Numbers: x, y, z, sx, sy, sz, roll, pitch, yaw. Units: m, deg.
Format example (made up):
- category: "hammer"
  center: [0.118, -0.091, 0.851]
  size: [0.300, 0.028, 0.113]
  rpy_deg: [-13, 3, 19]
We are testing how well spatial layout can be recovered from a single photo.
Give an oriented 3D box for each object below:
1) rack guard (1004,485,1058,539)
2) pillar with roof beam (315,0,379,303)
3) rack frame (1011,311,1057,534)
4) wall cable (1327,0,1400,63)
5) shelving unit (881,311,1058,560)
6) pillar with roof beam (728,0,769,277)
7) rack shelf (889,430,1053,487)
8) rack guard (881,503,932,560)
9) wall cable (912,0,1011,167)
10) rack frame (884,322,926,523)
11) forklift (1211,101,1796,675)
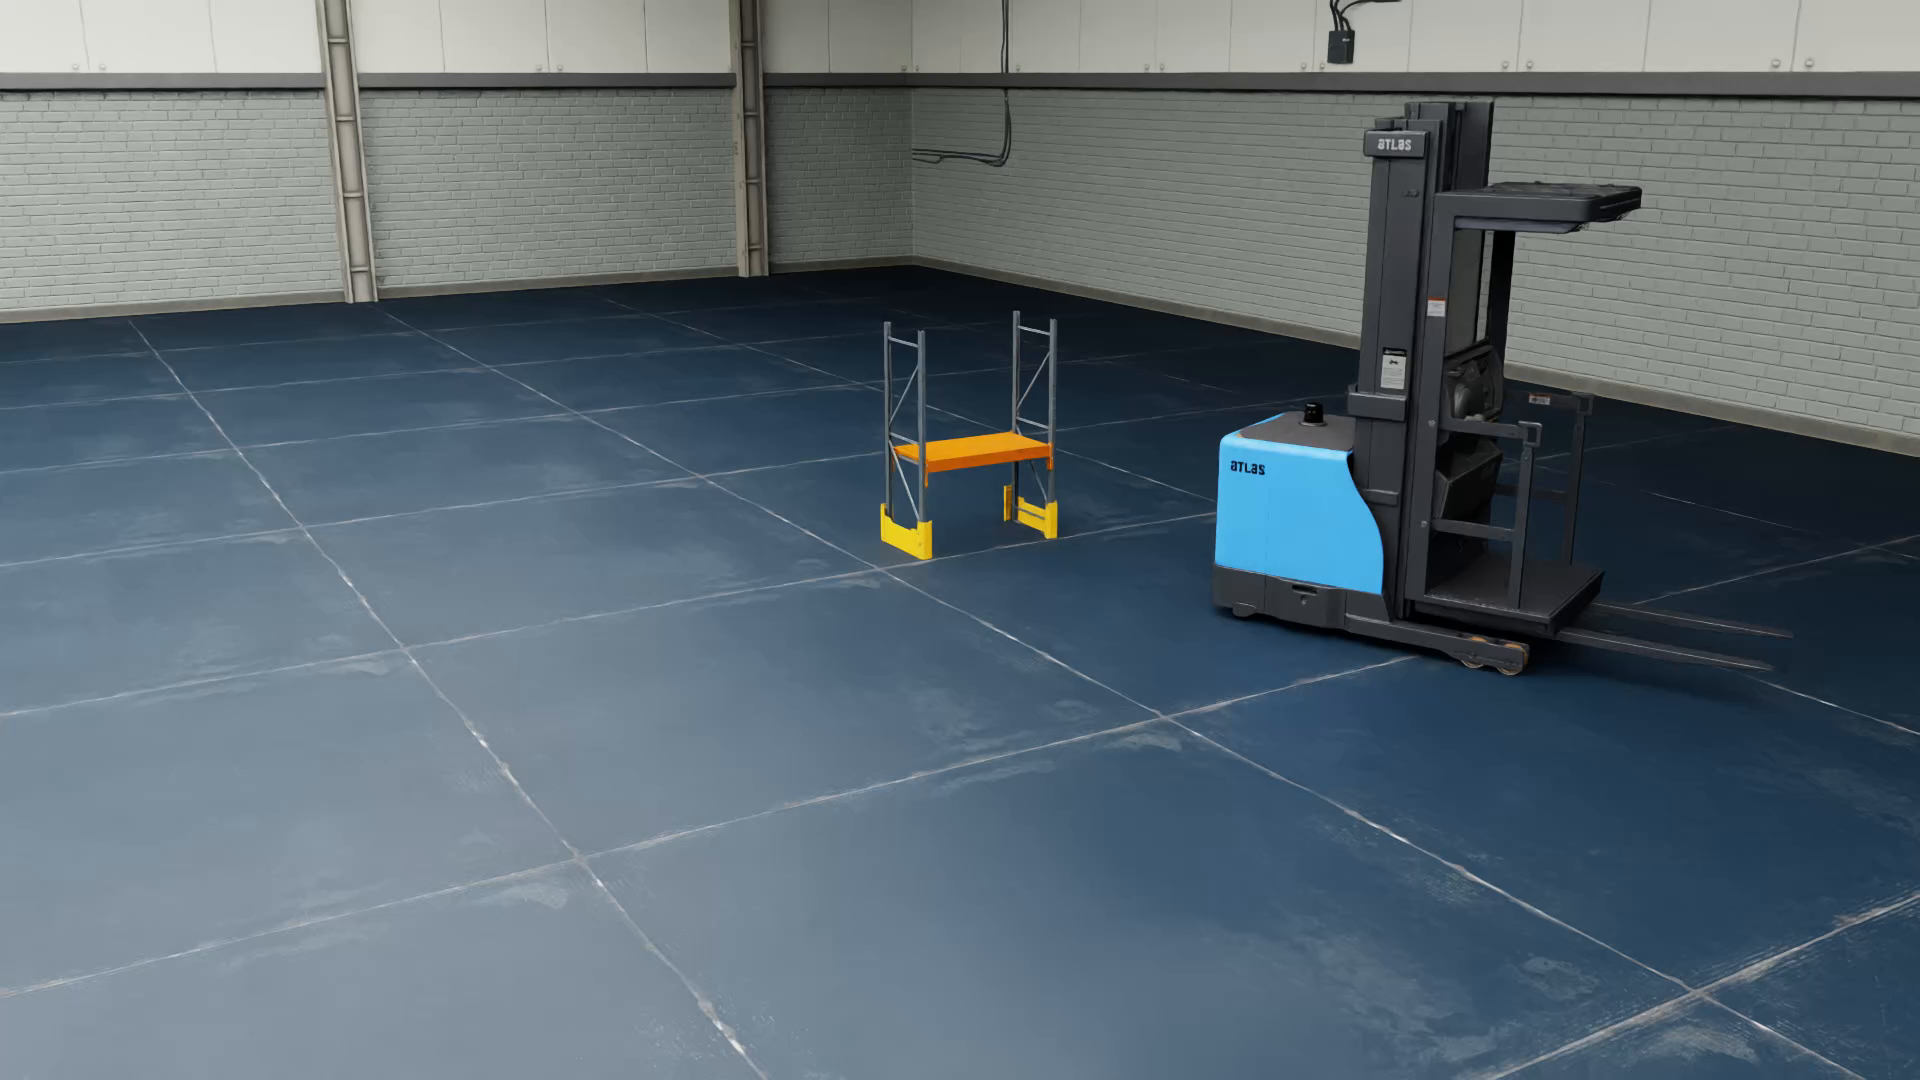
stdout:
- category: "rack guard"
  center: [0.492, -0.200, 11.661]
  size: [0.087, 0.250, 0.587]
  rpy_deg: [-9, 18, -30]
- category: "pillar with roof beam"
  center: [-6.198, -6.694, 18.618]
  size: [0.400, 9.000, 9.100]
  rpy_deg: [-9, 18, -30]
- category: "rack frame"
  center: [0.509, -0.805, 11.502]
  size: [0.032, 1.500, 0.500]
  rpy_deg: [-9, 18, -30]
- category: "wall cable"
  center: [4.810, -8.067, 17.213]
  size: [0.169, 6.003, 2.305]
  rpy_deg: [-9, 18, -30]
- category: "shelving unit"
  center: [0.065, -0.733, 11.245]
  size: [1.083, 1.500, 0.587]
  rpy_deg: [-9, 18, -30]
- category: "pillar with roof beam"
  center: [-1.055, -7.528, 21.593]
  size: [0.400, 9.000, 9.100]
  rpy_deg: [-9, 18, -30]
- category: "rack shelf"
  center: [0.073, -0.561, 11.298]
  size: [1.000, 0.185, 0.538]
  rpy_deg: [-9, 18, -30]
- category: "rack guard"
  center: [-0.362, -0.062, 11.167]
  size: [0.087, 0.250, 0.587]
  rpy_deg: [-9, 18, -30]
- category: "wall cable"
  center: [-0.066, -7.132, 25.935]
  size: [0.112, 2.526, 3.097]
  rpy_deg: [-9, 18, -30]
- category: "rack frame"
  center: [-0.363, -0.663, 10.998]
  size: [0.032, 1.500, 0.500]
  rpy_deg: [-9, 18, -30]
- category: "forklift"
  center: [2.988, -0.855, 9.028]
  size: [3.031, 2.935, 1.130]
  rpy_deg: [11, 19, 33]
